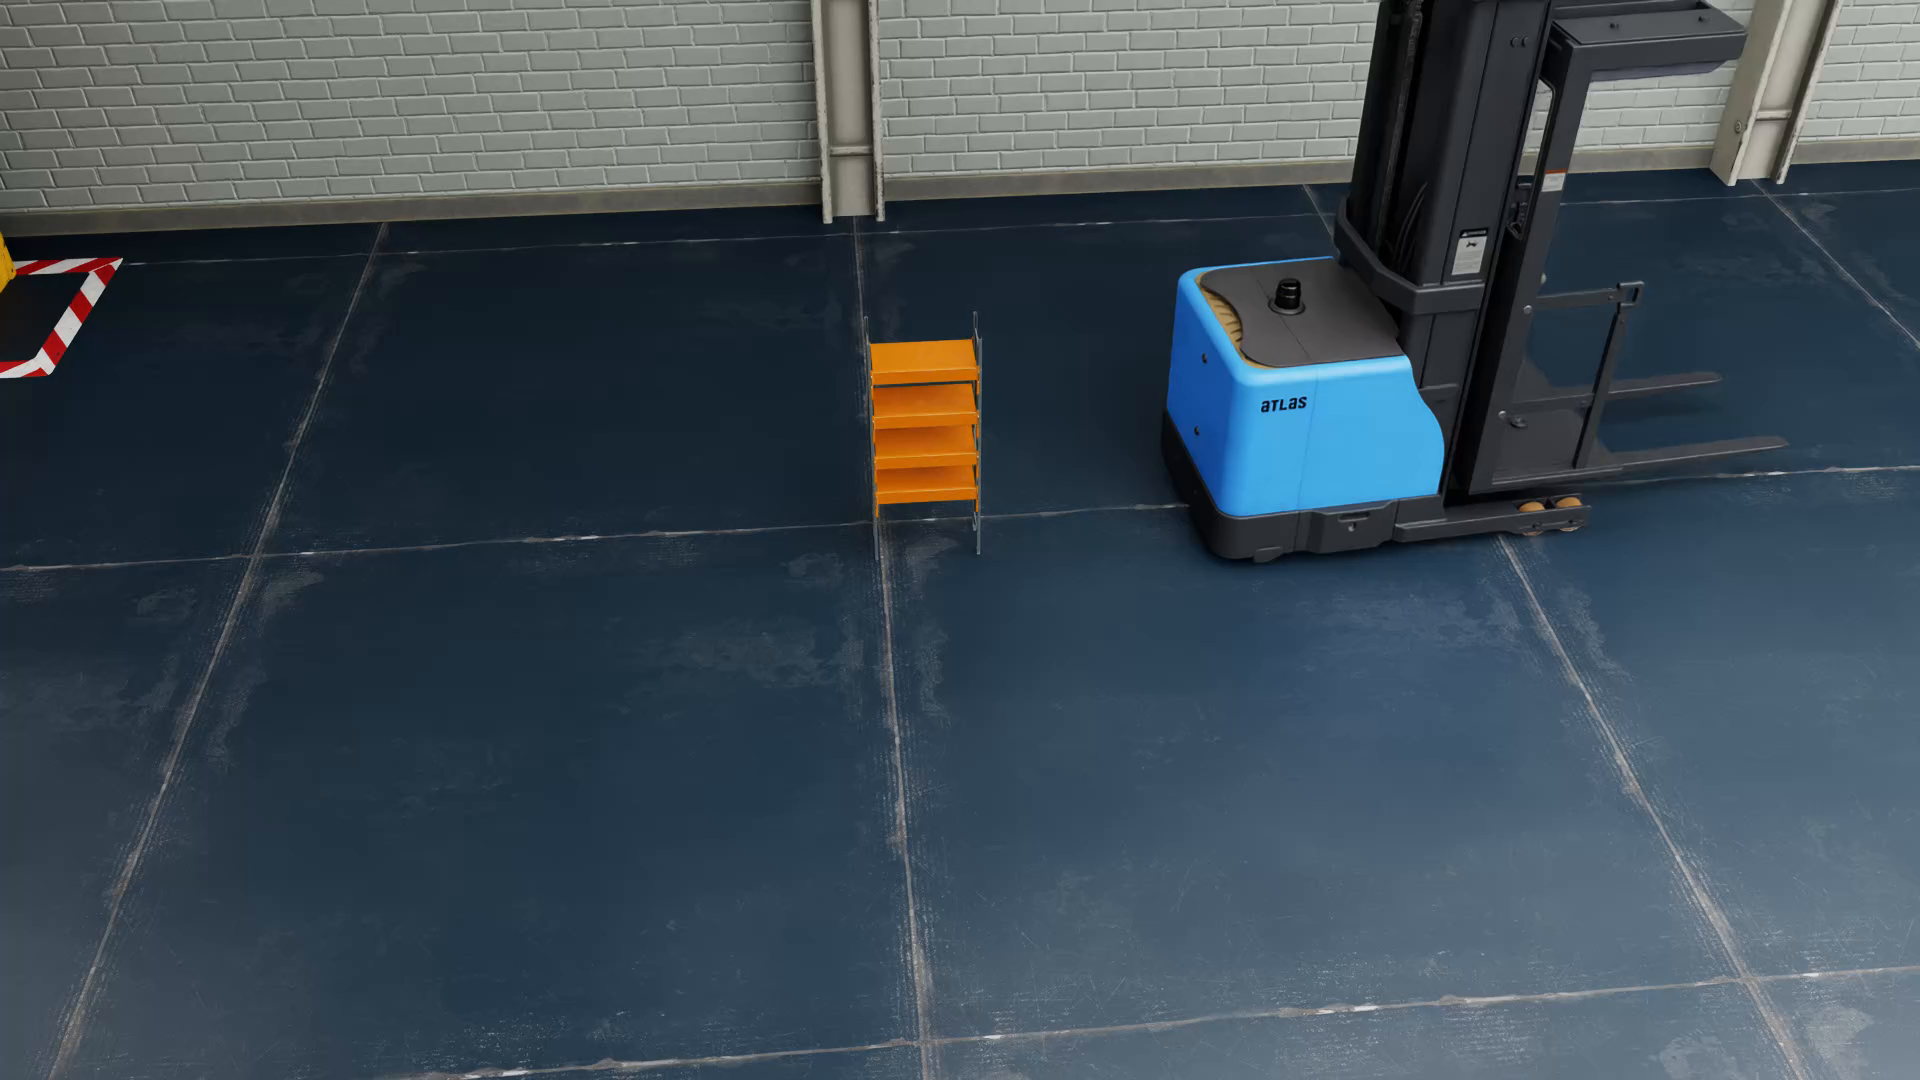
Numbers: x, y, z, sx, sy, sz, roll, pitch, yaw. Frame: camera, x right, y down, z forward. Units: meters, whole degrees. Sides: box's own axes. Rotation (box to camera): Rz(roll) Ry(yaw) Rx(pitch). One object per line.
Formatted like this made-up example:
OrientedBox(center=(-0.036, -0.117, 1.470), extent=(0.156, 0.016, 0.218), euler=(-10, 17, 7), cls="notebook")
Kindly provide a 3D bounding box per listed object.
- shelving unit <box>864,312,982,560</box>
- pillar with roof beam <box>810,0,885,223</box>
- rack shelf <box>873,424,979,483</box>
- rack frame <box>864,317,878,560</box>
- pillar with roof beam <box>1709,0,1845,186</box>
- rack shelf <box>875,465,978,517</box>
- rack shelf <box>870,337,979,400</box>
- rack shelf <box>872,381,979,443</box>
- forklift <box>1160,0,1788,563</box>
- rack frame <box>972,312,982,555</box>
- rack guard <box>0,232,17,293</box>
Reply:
OrientedBox(center=(-0.165, -0.462, 7.689), extent=(0.503, 1.200, 0.258), euler=(-3, 38, -4), cls="shelving unit")
OrientedBox(center=(-0.310, -3.009, 4.621), extent=(0.400, 9.000, 9.100), euler=(-3, 38, -4), cls="pillar with roof beam")
OrientedBox(center=(-0.165, -0.409, 7.730), extent=(0.480, 0.148, 0.258), euler=(-3, 38, -4), cls="rack shelf")
OrientedBox(center=(-0.408, -0.449, 7.672), extent=(0.015, 1.200, 0.240), euler=(-3, 38, -4), cls="rack frame")
OrientedBox(center=(5.666, -3.338, 5.038), extent=(0.400, 9.000, 9.100), euler=(-3, 38, -4), cls="pillar with roof beam")
OrientedBox(center=(-0.165, -0.253, 7.853), extent=(0.480, 0.148, 0.258), euler=(-3, 38, -4), cls="rack shelf")
OrientedBox(center=(-0.165, -0.770, 7.445), extent=(0.480, 0.148, 0.258), euler=(-3, 38, -4), cls="rack shelf")
OrientedBox(center=(-0.165, -0.585, 7.592), extent=(0.480, 0.148, 0.258), euler=(-3, 38, -4), cls="rack shelf")
OrientedBox(center=(2.600, -1.486, 7.589), extent=(3.031, 2.935, 1.130), euler=(-7, 39, -8), cls="forklift")
OrientedBox(center=(0.078, -0.475, 7.706), extent=(0.015, 1.200, 0.240), euler=(-3, 38, -4), cls="rack frame")
OrientedBox(center=(-5.871, -1.483, 9.548), extent=(0.348, 0.500, 1.175), euler=(-3, 38, -4), cls="rack guard")
